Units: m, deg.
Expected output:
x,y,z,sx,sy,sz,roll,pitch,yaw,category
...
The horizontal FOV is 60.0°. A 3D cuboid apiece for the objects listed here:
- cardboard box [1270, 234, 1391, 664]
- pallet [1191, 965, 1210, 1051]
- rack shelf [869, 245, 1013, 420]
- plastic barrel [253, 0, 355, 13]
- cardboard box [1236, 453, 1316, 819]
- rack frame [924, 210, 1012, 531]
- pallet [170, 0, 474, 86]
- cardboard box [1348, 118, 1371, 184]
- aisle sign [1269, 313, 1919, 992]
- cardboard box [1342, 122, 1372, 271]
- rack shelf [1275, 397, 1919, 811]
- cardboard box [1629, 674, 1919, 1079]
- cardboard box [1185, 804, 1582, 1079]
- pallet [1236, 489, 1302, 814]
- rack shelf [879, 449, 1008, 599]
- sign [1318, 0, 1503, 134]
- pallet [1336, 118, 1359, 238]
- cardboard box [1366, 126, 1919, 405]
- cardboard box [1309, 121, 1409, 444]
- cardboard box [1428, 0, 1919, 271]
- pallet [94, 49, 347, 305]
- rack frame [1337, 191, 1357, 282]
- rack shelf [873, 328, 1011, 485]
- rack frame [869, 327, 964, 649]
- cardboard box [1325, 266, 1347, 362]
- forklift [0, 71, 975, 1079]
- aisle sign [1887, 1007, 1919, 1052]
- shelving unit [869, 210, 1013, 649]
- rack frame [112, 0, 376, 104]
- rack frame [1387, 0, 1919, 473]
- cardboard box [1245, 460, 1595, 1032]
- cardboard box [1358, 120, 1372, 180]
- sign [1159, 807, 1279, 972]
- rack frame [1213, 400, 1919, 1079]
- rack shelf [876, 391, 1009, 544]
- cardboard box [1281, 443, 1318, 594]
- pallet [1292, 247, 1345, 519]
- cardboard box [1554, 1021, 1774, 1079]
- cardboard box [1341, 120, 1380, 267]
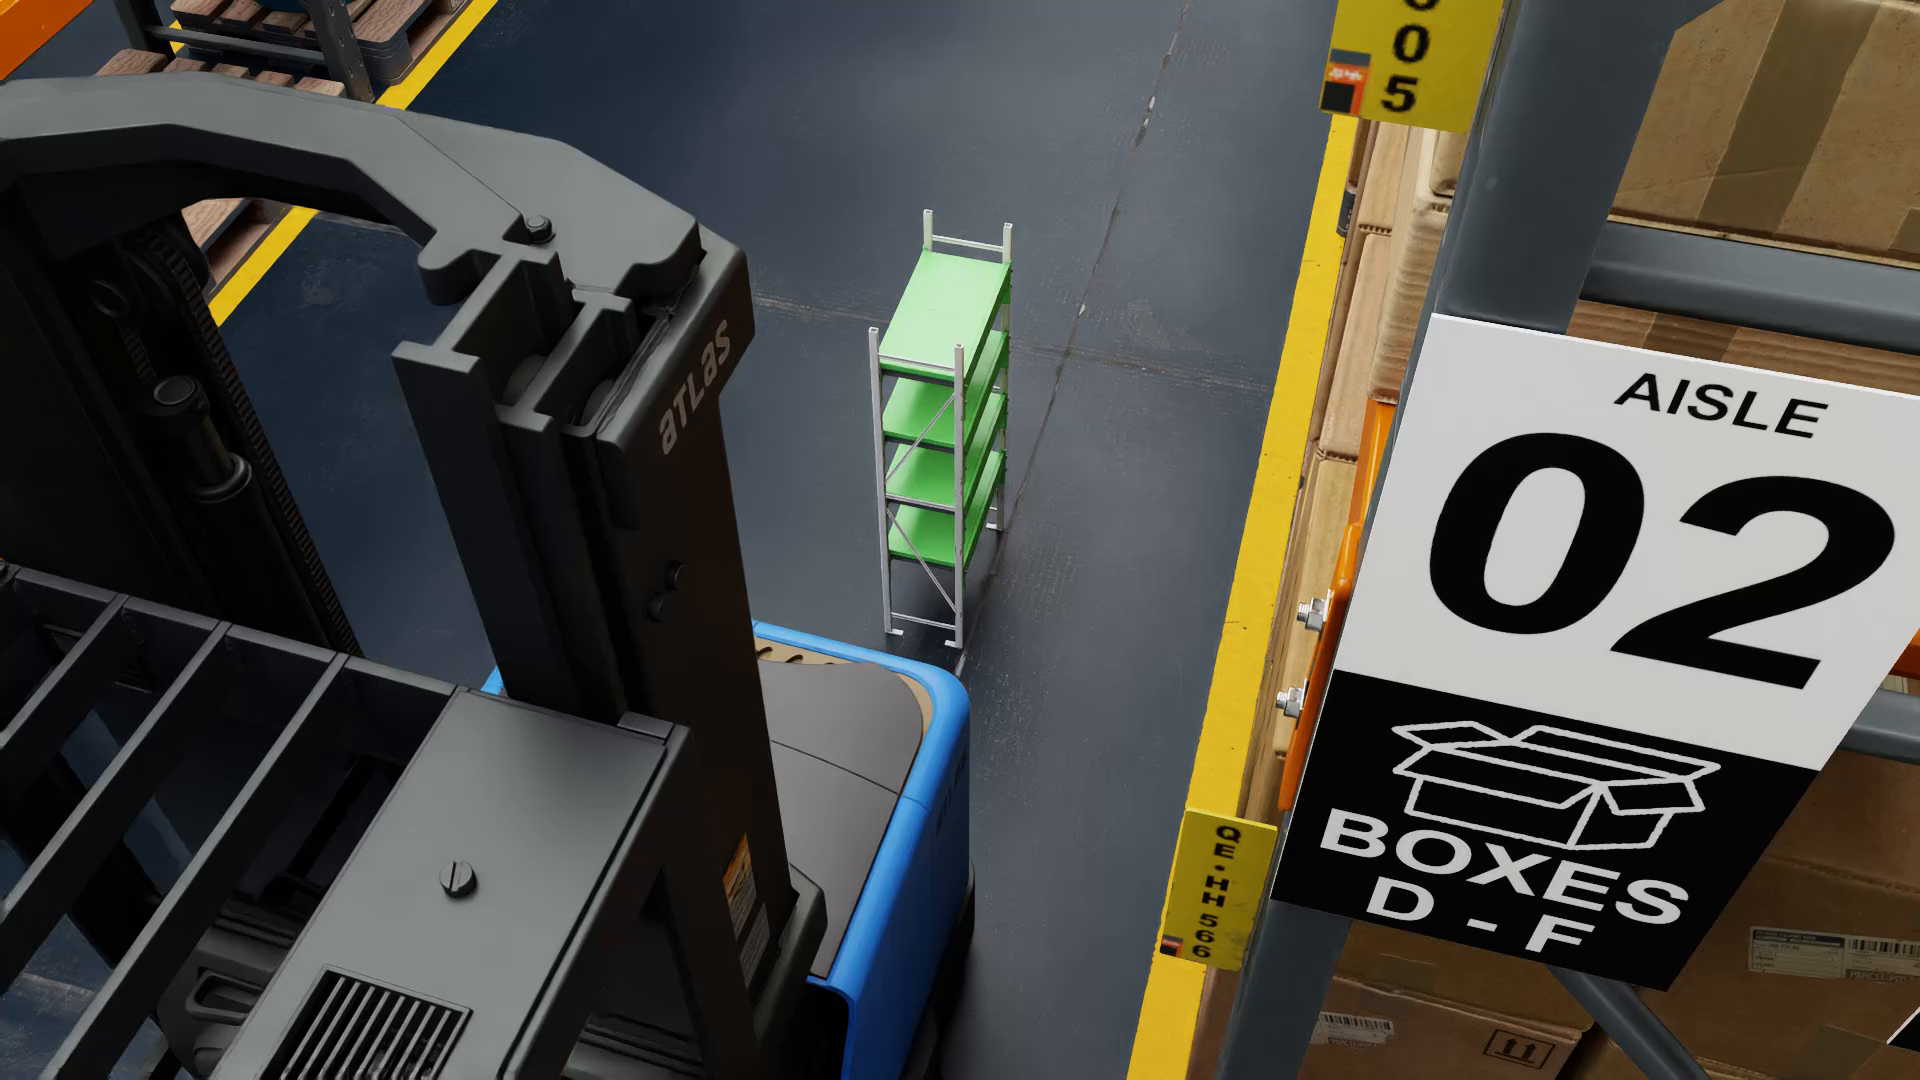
x,y,z,sx,sy,sz,roll,pitch,yaw,category
0.807,-0.087,2.593,0.500,0.500,0.500,13,50,11,cardboard box
1.052,1.309,3.954,1.003,0.211,1.213,12,50,10,pallet
-0.044,-0.553,4.383,0.258,0.148,0.480,12,50,10,rack shelf
-2.743,-2.690,6.743,0.600,0.901,0.708,12,50,10,plastic barrel
0.811,0.232,2.978,0.500,0.500,0.500,12,50,10,cardboard box
0.021,-0.454,4.850,0.240,1.200,0.015,12,50,10,rack frame
-2.659,-2.482,7.300,1.003,0.211,1.213,12,50,10,pallet
1.729,-1.607,6.041,0.500,0.500,0.500,11,50,10,cardboard box
0.509,0.147,1.386,0.394,0.787,0.004,12,50,10,aisle sign
1.213,-0.861,3.942,0.500,0.500,0.500,11,50,10,cardboard box
1.349,-1.183,2.772,1.077,0.370,4.000,12,50,10,rack shelf
1.194,0.385,2.176,0.500,0.500,0.500,13,50,11,cardboard box
0.678,0.608,2.646,0.500,0.500,0.500,13,50,11,cardboard box
1.375,0.430,4.730,1.003,0.211,1.213,12,50,10,pallet
-0.044,-0.076,4.922,0.258,0.148,0.480,12,50,10,rack shelf
0.292,-0.391,1.003,0.100,0.325,0.005,12,50,10,sign
2.053,-1.548,6.475,1.003,0.211,1.213,12,50,10,pallet
0.703,-0.348,1.656,0.500,0.250,0.500,12,50,10,cardboard box
0.939,-0.463,2.925,0.500,0.500,0.500,13,50,11,cardboard box
0.712,-0.512,1.467,0.500,0.250,0.500,12,50,10,cardboard box
-3.058,-1.393,6.338,1.003,0.211,1.213,12,50,10,pallet
1.875,-1.875,4.904,1.000,3.000,0.127,12,50,10,rack frame
-0.044,-0.394,4.562,0.258,0.148,0.480,12,50,10,rack shelf
-0.108,-0.101,4.539,0.240,1.200,0.015,12,50,10,rack frame
1.080,-0.493,3.617,0.500,0.500,0.500,11,49,10,cardboard box
-0.891,0.975,2.434,1.130,2.935,3.031,13,50,11,forklift
1.088,0.265,1.281,0.394,0.787,0.004,12,50,10,aisle sign
-0.044,-0.277,4.694,0.258,1.200,0.503,12,50,10,shelving unit
-2.902,-2.855,5.769,1.000,3.000,0.127,12,50,10,rack frame
0.823,-0.967,0.101,1.000,3.000,0.127,12,50,10,rack frame
0.674,0.278,2.270,0.500,0.500,0.500,11,50,10,cardboard box
1.347,-1.222,4.261,0.500,0.500,0.500,12,50,11,cardboard box
0.292,0.407,1.907,0.100,0.325,0.005,12,50,10,sign
0.823,1.018,2.351,1.000,3.000,0.127,12,50,10,rack frame
-0.044,-0.235,4.742,0.258,0.148,0.480,12,50,10,rack shelf
0.948,-0.128,3.296,0.500,0.500,0.500,12,50,10,cardboard box
1.694,-0.456,5.511,1.003,0.211,1.213,12,50,10,pallet
1.194,0.716,2.550,0.500,0.500,0.500,13,50,11,cardboard box
1.074,-0.835,3.253,0.500,0.500,0.500,13,50,11,cardboard box
